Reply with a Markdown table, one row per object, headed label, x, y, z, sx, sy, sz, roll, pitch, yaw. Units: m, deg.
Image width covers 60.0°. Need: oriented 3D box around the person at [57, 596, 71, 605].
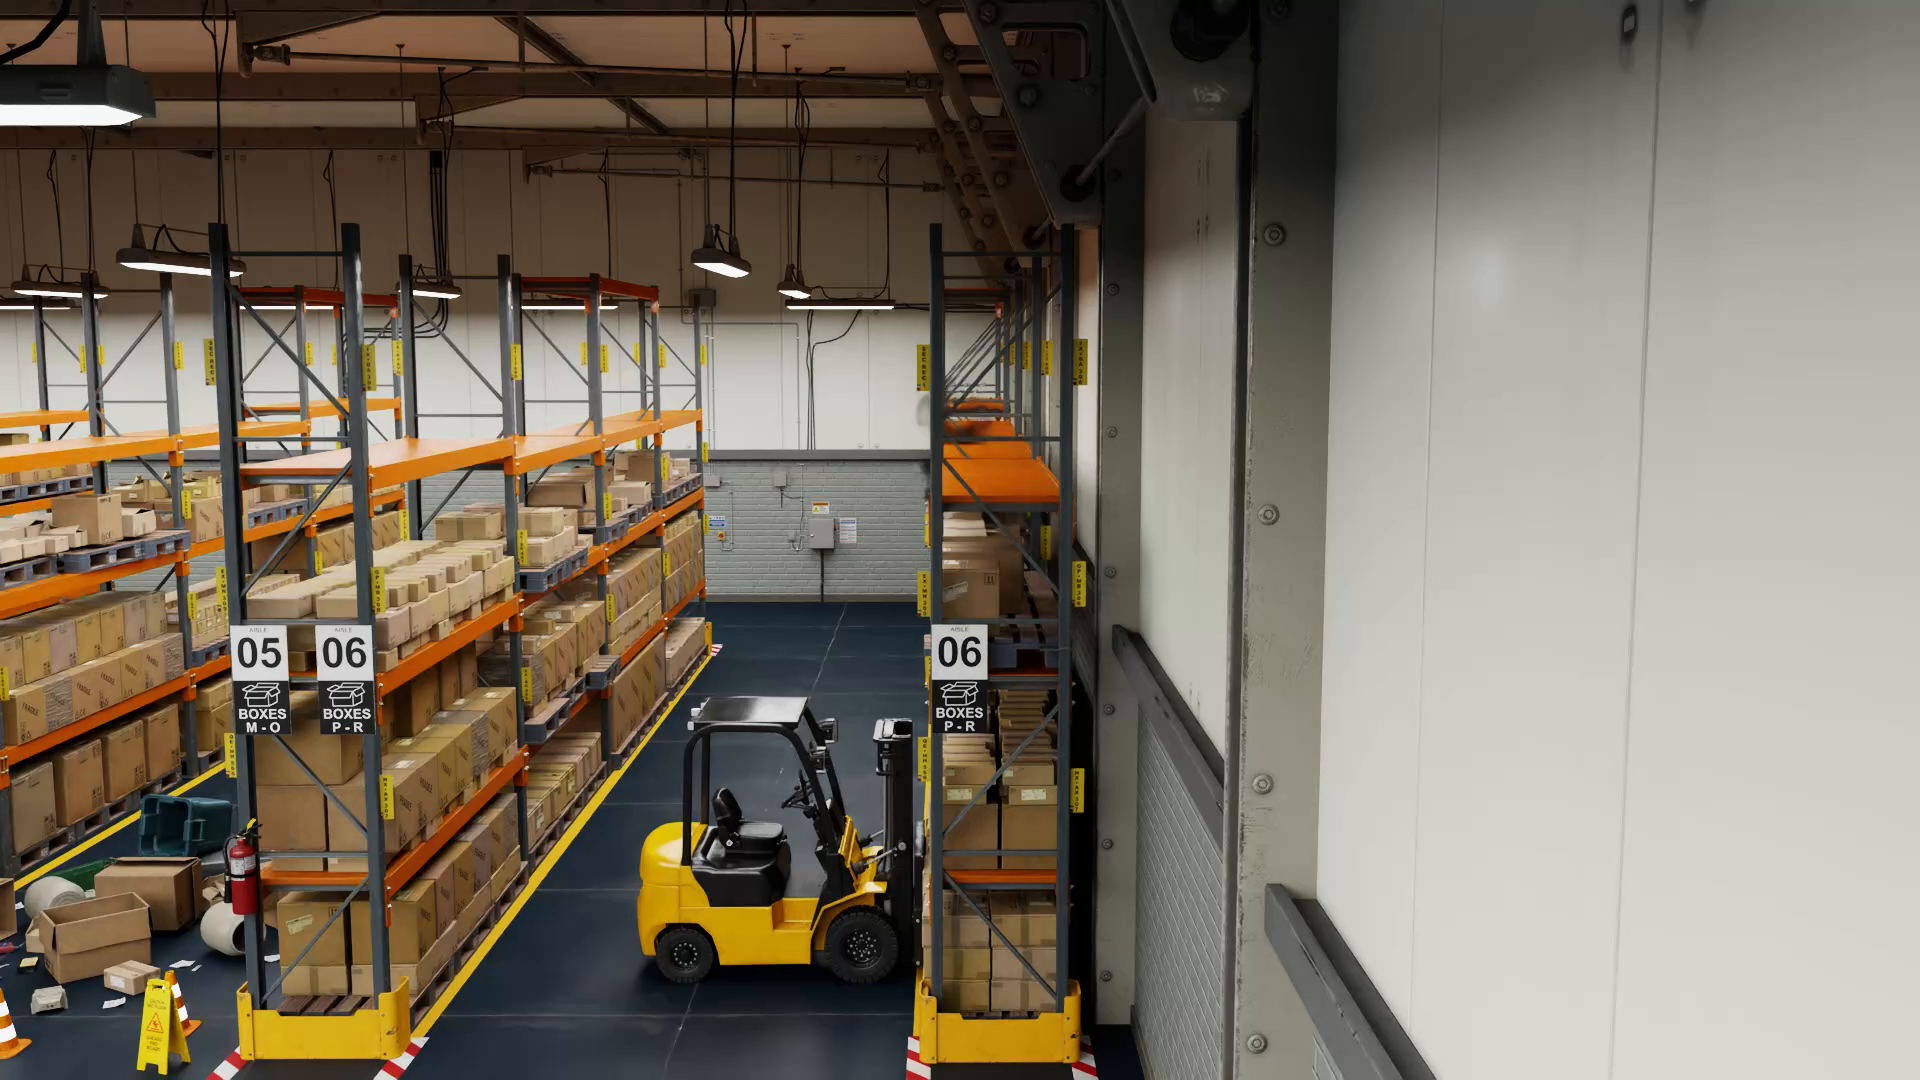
| label | x | y | z | sx | sy | sz | roll | pitch | yaw |
| --- | --- | --- | --- | --- | --- | --- | --- | --- | --- |
| person | -12.957 | 1.588 | 24.179 | 0.576 | 1.563 | 0.565 | 0 | 7 | -1 |
